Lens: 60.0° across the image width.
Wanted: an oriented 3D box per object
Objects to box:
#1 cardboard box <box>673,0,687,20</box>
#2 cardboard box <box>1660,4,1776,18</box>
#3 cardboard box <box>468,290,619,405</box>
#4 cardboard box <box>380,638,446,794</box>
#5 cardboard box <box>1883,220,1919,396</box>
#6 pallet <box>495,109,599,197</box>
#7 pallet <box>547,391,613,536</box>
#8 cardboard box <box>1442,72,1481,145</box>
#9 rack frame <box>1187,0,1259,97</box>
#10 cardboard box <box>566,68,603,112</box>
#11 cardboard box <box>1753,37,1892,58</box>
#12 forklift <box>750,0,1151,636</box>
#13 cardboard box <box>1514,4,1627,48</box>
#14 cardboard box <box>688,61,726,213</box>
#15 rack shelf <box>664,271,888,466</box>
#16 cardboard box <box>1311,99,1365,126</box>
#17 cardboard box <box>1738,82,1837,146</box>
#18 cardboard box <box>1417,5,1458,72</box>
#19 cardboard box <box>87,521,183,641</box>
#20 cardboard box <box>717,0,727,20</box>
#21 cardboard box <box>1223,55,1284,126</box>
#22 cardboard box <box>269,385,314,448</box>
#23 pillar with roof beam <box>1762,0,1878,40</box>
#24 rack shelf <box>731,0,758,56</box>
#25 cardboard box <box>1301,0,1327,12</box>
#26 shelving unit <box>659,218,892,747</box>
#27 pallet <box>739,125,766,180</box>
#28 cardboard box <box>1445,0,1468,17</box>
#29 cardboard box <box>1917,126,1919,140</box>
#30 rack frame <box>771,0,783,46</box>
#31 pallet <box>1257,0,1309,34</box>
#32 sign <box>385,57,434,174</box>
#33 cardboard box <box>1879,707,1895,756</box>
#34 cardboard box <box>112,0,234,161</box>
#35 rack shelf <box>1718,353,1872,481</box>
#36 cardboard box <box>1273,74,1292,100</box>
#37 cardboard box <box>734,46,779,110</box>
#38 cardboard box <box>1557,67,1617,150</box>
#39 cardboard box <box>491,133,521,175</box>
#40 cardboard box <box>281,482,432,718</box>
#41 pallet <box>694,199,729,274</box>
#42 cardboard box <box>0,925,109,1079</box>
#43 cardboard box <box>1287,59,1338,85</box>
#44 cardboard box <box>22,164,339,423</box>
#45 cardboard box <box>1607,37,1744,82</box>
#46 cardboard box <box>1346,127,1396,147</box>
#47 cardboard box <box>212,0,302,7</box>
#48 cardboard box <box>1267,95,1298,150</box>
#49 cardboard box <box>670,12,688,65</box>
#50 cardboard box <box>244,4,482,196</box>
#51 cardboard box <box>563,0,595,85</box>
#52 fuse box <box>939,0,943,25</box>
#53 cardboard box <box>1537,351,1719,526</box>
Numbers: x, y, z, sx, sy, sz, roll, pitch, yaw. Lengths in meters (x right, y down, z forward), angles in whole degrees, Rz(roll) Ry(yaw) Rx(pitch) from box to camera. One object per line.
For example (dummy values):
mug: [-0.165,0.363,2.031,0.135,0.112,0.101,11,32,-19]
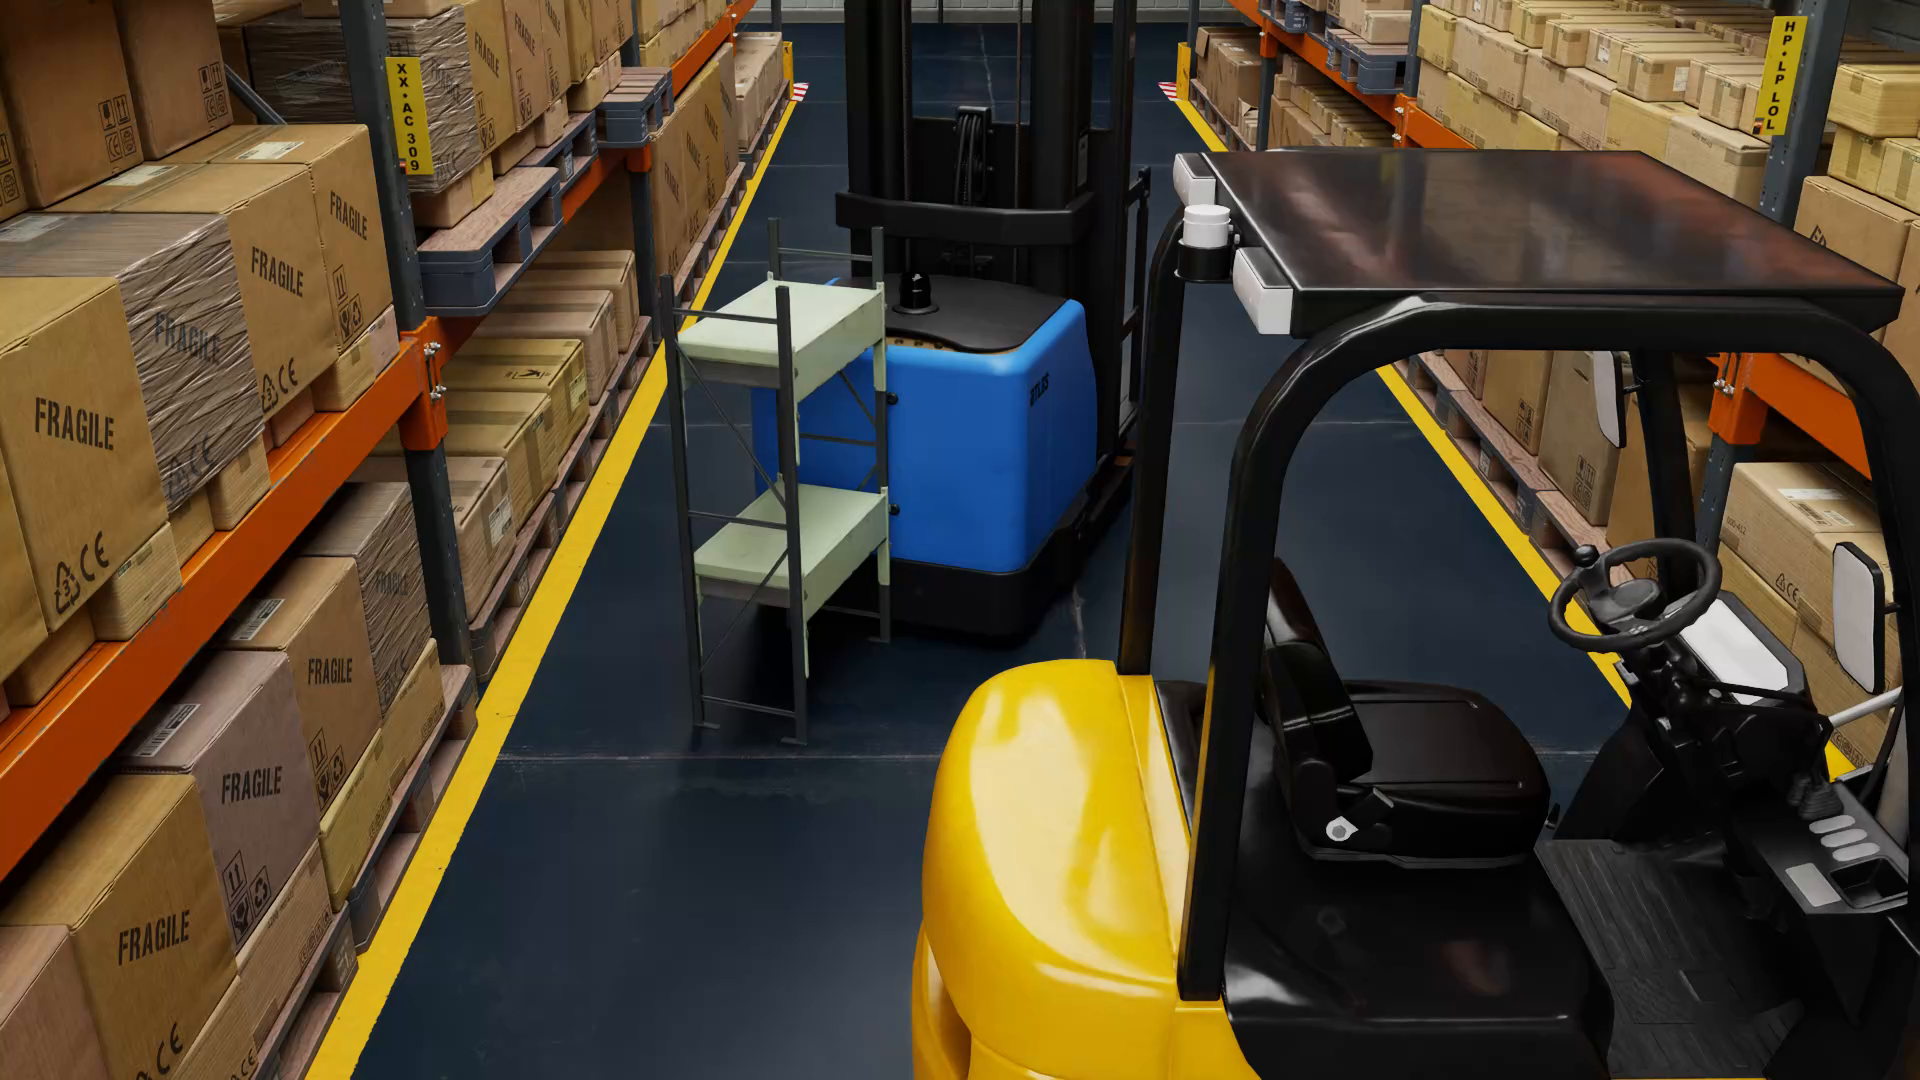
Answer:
cardboard box: [-1.905,-3.235,9.839,0.500,0.250,0.500,0,24,-1]
cardboard box: [3.161,-2.154,6.964,0.380,0.149,0.250,-1,24,-1]
cardboard box: [-2.136,-0.905,7.790,0.950,0.372,0.625,-1,24,-2]
cardboard box: [-1.830,0.504,4.822,0.500,0.250,0.500,1,24,2]
cardboard box: [2.624,-0.470,4.028,0.500,0.500,0.500,0,24,0]
pallet: [-2.086,-1.545,6.758,1.003,0.211,1.213,0,24,-1]
pallet: [-2.131,-0.354,7.276,1.003,0.211,1.213,0,24,-1]
cardboard box: [2.576,-2.012,7.741,0.500,0.250,0.500,-1,24,-2]
rack frame: [2.727,-5.768,15.863,1.000,3.000,0.127,0,24,-1]
cardboard box: [-1.775,-1.960,7.238,0.380,0.149,0.250,0,24,0]
cardboard box: [3.116,-1.732,6.031,0.380,0.149,0.250,0,24,-1]
forklift: [0.205,-1.581,6.689,1.130,2.935,3.031,8,26,17]
cardboard box: [2.548,-2.148,6.951,0.380,0.149,0.250,0,24,1]
cardboard box: [-2.088,-2.692,11.131,0.875,0.875,0.875,0,24,1]
rack shelf: [-0.556,-0.554,5.208,0.431,0.370,0.720,8,26,17]
cardboard box: [2.585,-2.883,11.222,0.380,0.149,0.250,0,24,-1]
cardboard box: [2.633,-1.304,5.085,0.380,0.149,0.250,1,24,1]
cardboard box: [2.550,-2.447,8.096,0.500,0.250,0.500,0,24,-1]
cardboard box: [-1.770,0.076,3.247,0.380,0.149,0.250,0,24,0]
cardboard box: [-1.935,-3.844,11.791,0.500,0.250,0.500,-1,24,-2]
cardboard box: [2.621,-3.788,14.009,0.700,0.500,0.500,-1,24,-3]
cardboard box: [-1.862,-0.343,4.174,0.380,0.149,0.250,0,24,0]
pillar with roof beam: [-0.575,-4.652,6.117,9.100,9.000,0.400,0,24,-1]
rack shelf: [-2.214,-4.592,14.137,1.077,0.370,4.000,0,24,-1]
cardboard box: [2.567,-3.620,10.482,0.700,0.500,0.500,0,24,-1]
shelving unit: [-0.556,-0.199,5.369,0.431,1.500,0.755,8,26,17]
pallet: [-2.122,-3.139,13.435,1.003,0.211,1.213,0,24,-1]
cardboard box: [2.528,-2.570,7.884,0.380,0.149,0.250,0,24,1]
cardboard box: [2.676,-1.060,4.184,0.380,0.149,0.250,0,24,0]
rack frame: [-2.236,-5.744,15.811,1.000,3.000,0.127,0,24,-1]
pallet: [2.671,-3.703,11.530,1.003,0.211,1.213,0,24,-1]
sign: [-1.562,-1.199,4.712,0.100,0.325,0.005,0,24,-1]
cardboard box: [2.556,0.626,3.947,0.500,0.250,0.500,0,24,-1]
cardboard box: [-2.317,-1.254,4.187,0.700,0.500,0.500,-1,24,-1]
rack shelf: [2.880,0.329,3.256,1.077,0.370,4.000,0,24,-1]
cardboard box: [2.509,-3.319,12.185,0.380,0.149,0.250,1,24,2]
cardboard box: [-2.110,-4.120,14.818,0.875,0.438,0.875,0,24,1]
cardboard box: [2.585,-1.607,6.238,0.500,0.250,0.500,0,24,0]
cardboard box: [-1.829,-1.431,6.069,0.380,0.149,0.250,0,24,0]
cardboard box: [-1.830,0.163,4.667,0.500,0.500,0.500,-1,24,-1]
pallet: [-2.092,-2.004,10.924,1.003,0.211,1.213,0,24,-1]
cardboard box: [-1.805,1.010,2.794,0.500,0.500,0.500,-1,24,-3]
cardboard box: [2.560,-3.347,11.887,0.380,0.149,0.250,-1,24,-3]
cardboard box: [-1.839,-0.586,3.924,0.500,0.500,0.500,1,24,1]
cardboard box: [2.586,-1.728,6.021,0.380,0.149,0.250,-1,24,-2]
cardboard box: [2.603,-2.455,10.274,0.380,0.149,0.250,-1,24,-1]
cardboard box: [-2.346,-1.566,5.580,0.500,0.500,0.500,0,24,0]
cardboard box: [2.551,-2.972,12.205,0.500,0.500,0.500,1,24,2]
cardboard box: [-1.926,-3.010,9.947,0.500,0.250,0.500,1,24,1]
cardboard box: [-1.823,-1.366,5.139,0.500,0.500,0.500,0,24,1]
cardboard box: [-1.842,-2.213,7.011,0.500,0.500,0.500,-2,24,-4]
fuse box: [-0.219,-7.430,21.101,0.539,1.711,0.414,0,24,-1]
cardboard box: [2.841,-0.467,6.516,0.875,0.625,0.625,0,24,-1]
